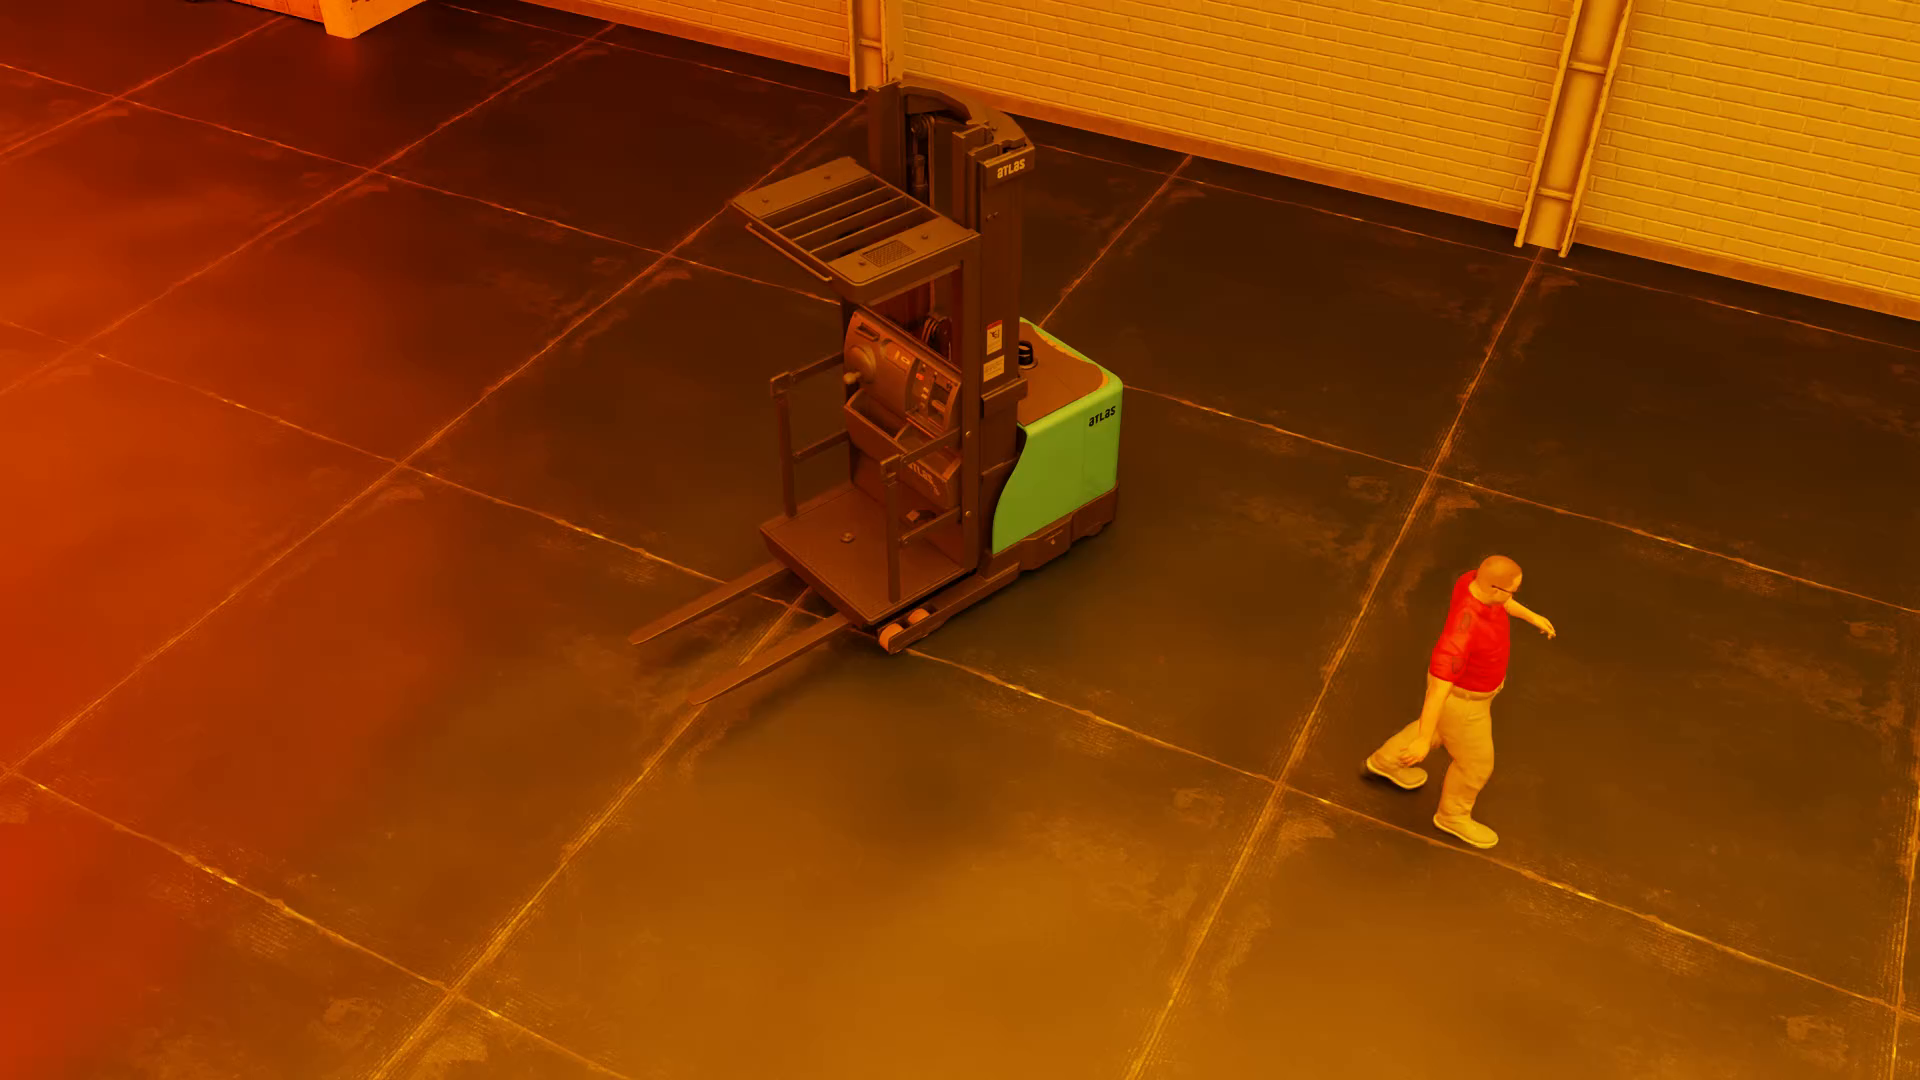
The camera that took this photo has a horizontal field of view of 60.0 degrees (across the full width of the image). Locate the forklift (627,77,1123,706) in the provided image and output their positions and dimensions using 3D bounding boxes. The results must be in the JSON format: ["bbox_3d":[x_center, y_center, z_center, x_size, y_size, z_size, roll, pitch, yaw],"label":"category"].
[{"bbox_3d":[-0.481,-0.860,9.008,3.031,2.935,1.130,-28,48,-29],"label":"forklift"}]

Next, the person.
[{"bbox_3d":[2.447,0.751,8.057,0.754,1.709,0.943,12,42,14],"label":"person"}]
